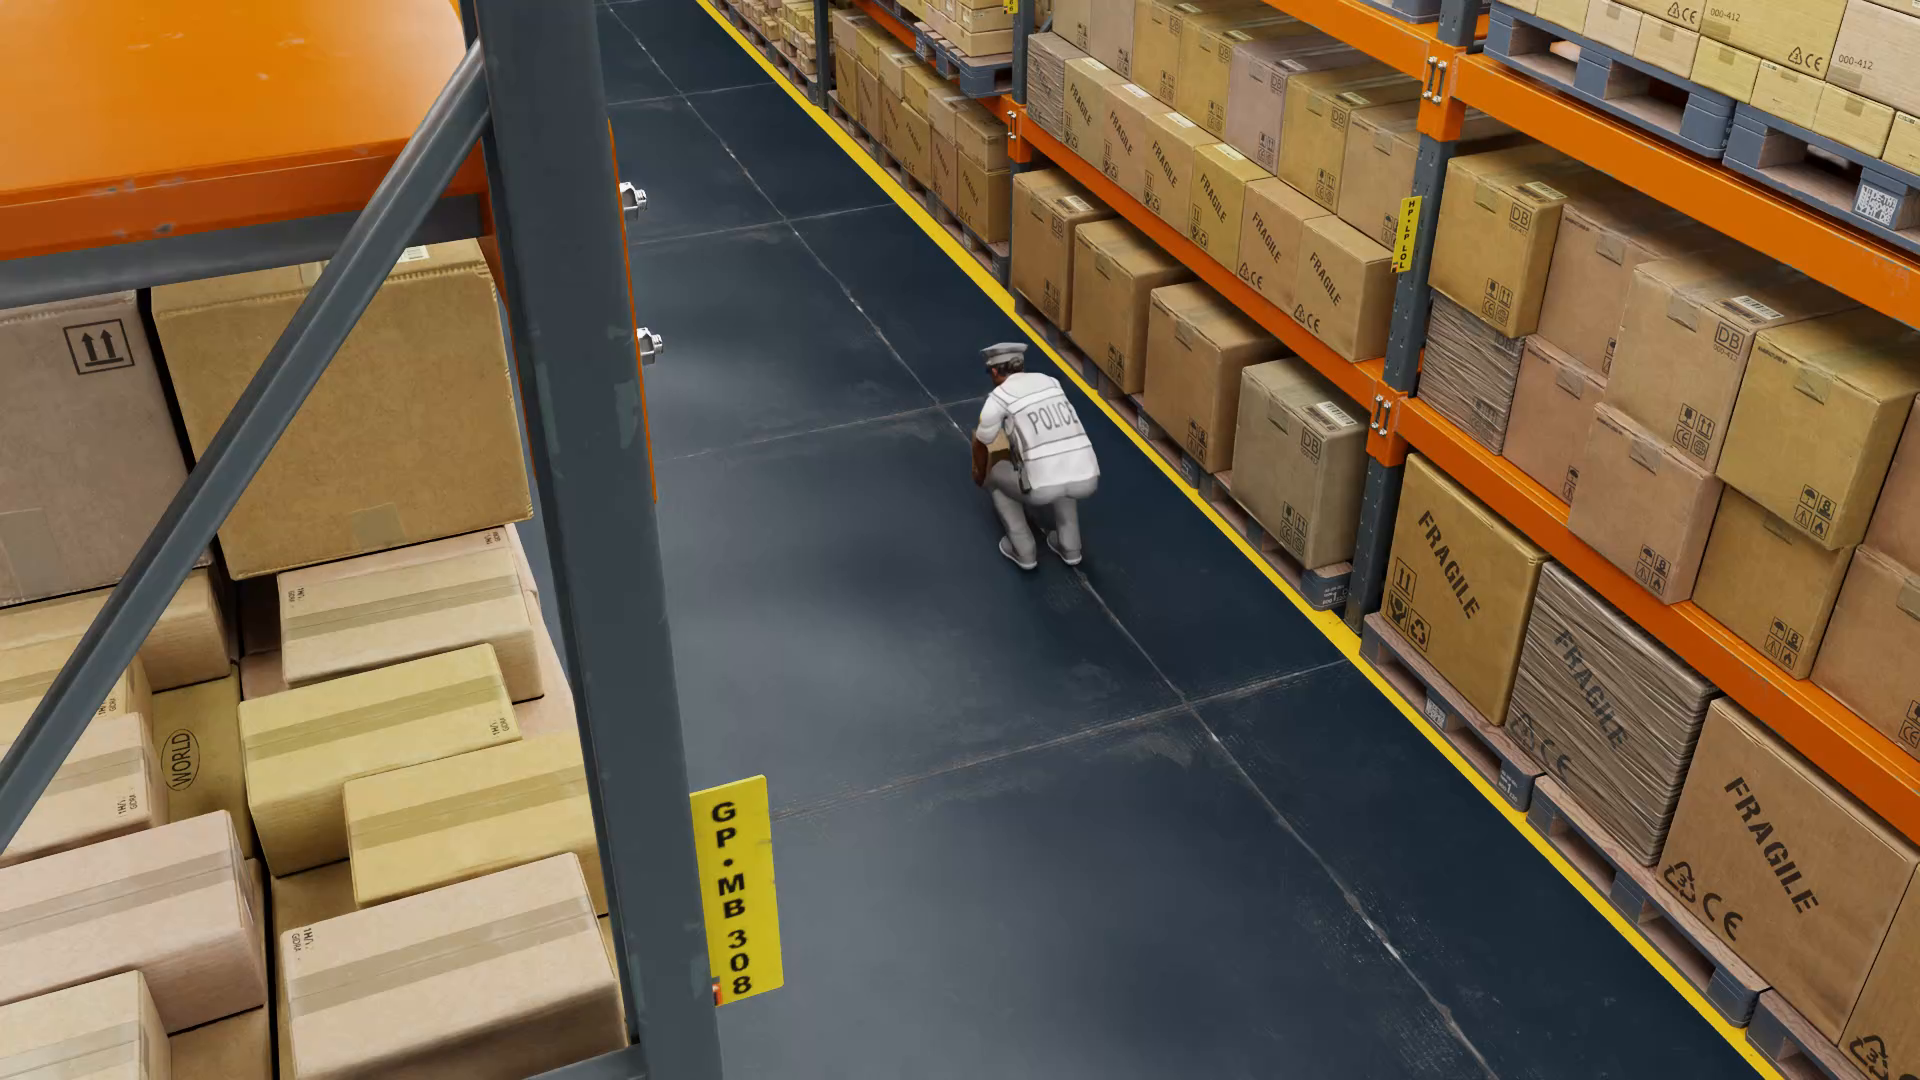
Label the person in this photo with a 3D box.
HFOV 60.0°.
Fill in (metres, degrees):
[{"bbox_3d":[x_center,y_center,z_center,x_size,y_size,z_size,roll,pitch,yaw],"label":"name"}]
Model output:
[{"bbox_3d":[0.354,-0.406,8.285,0.492,1.076,0.826,-13,36,-19],"label":"person"}]
